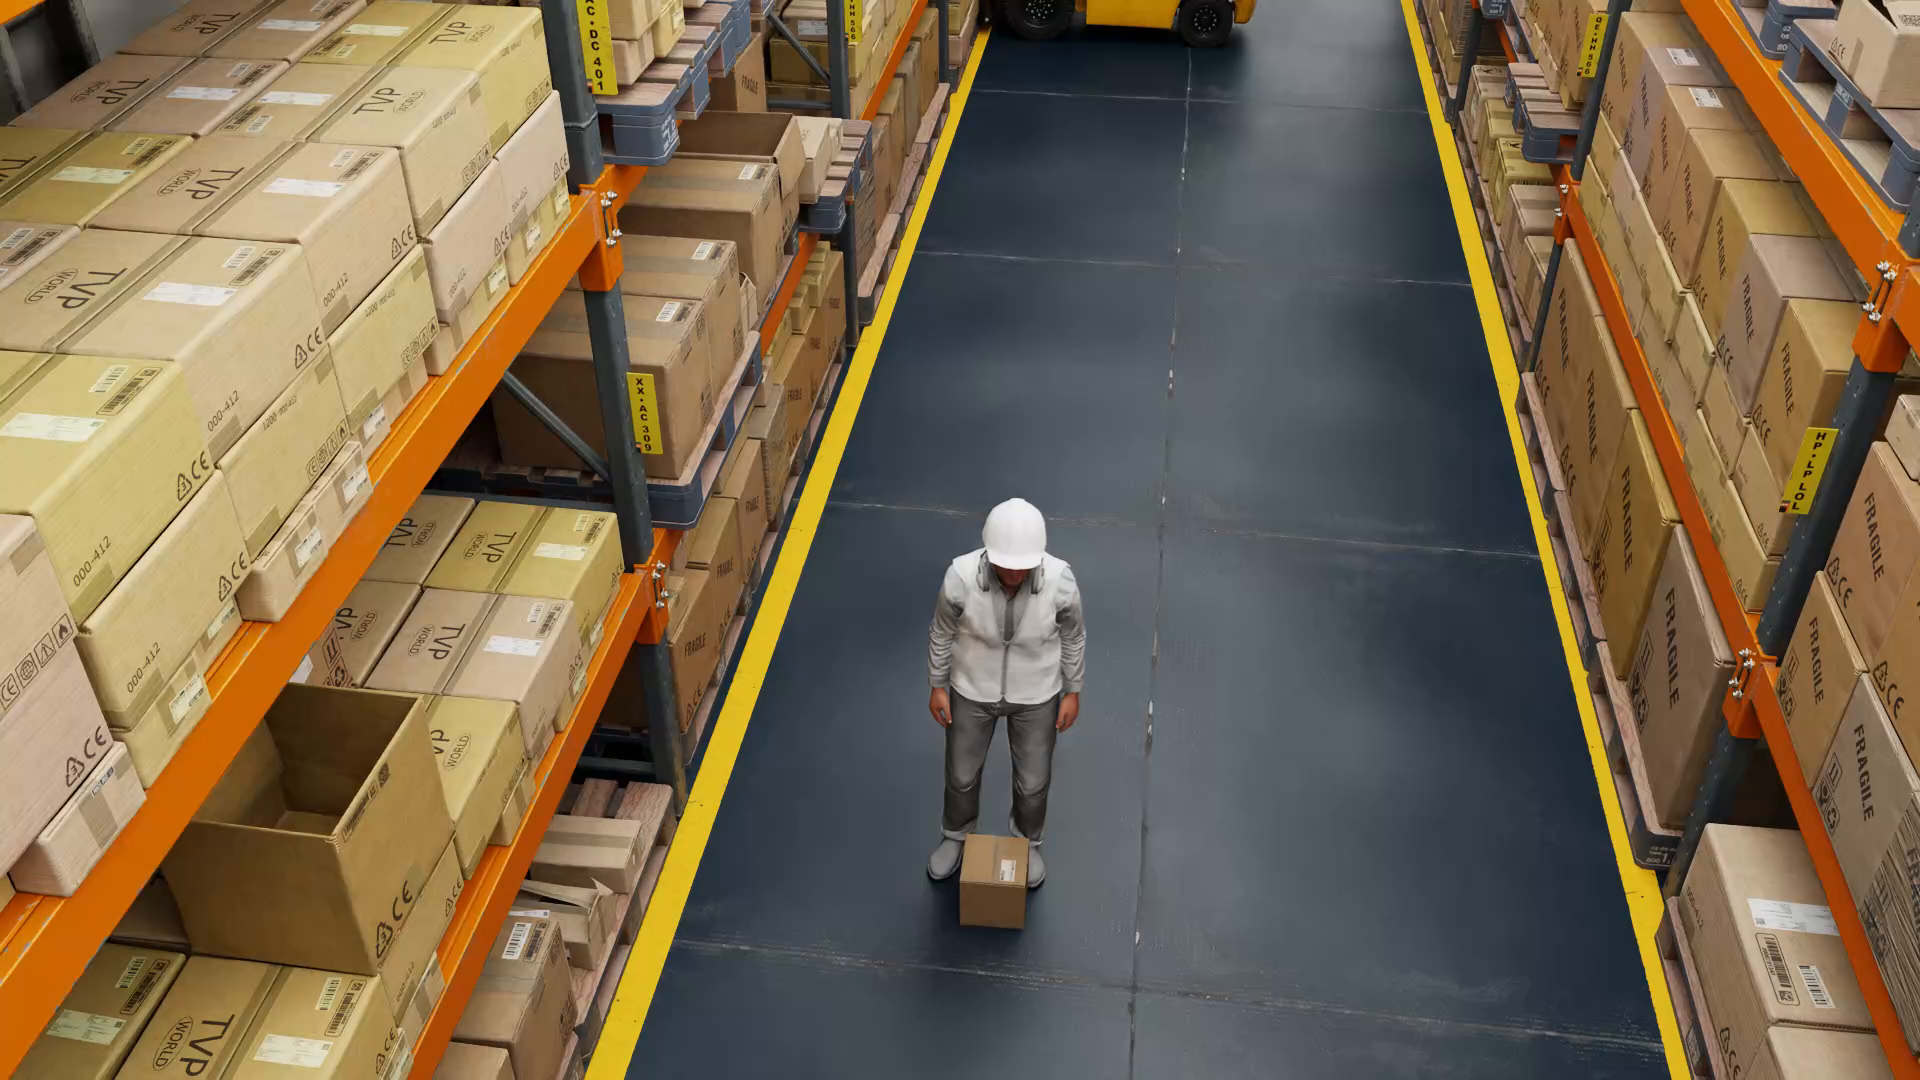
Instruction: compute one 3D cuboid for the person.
[{"bbox_3d":[0.168,0.562,6.243,0.591,1.770,0.465,2,36,3],"label":"person"}]
